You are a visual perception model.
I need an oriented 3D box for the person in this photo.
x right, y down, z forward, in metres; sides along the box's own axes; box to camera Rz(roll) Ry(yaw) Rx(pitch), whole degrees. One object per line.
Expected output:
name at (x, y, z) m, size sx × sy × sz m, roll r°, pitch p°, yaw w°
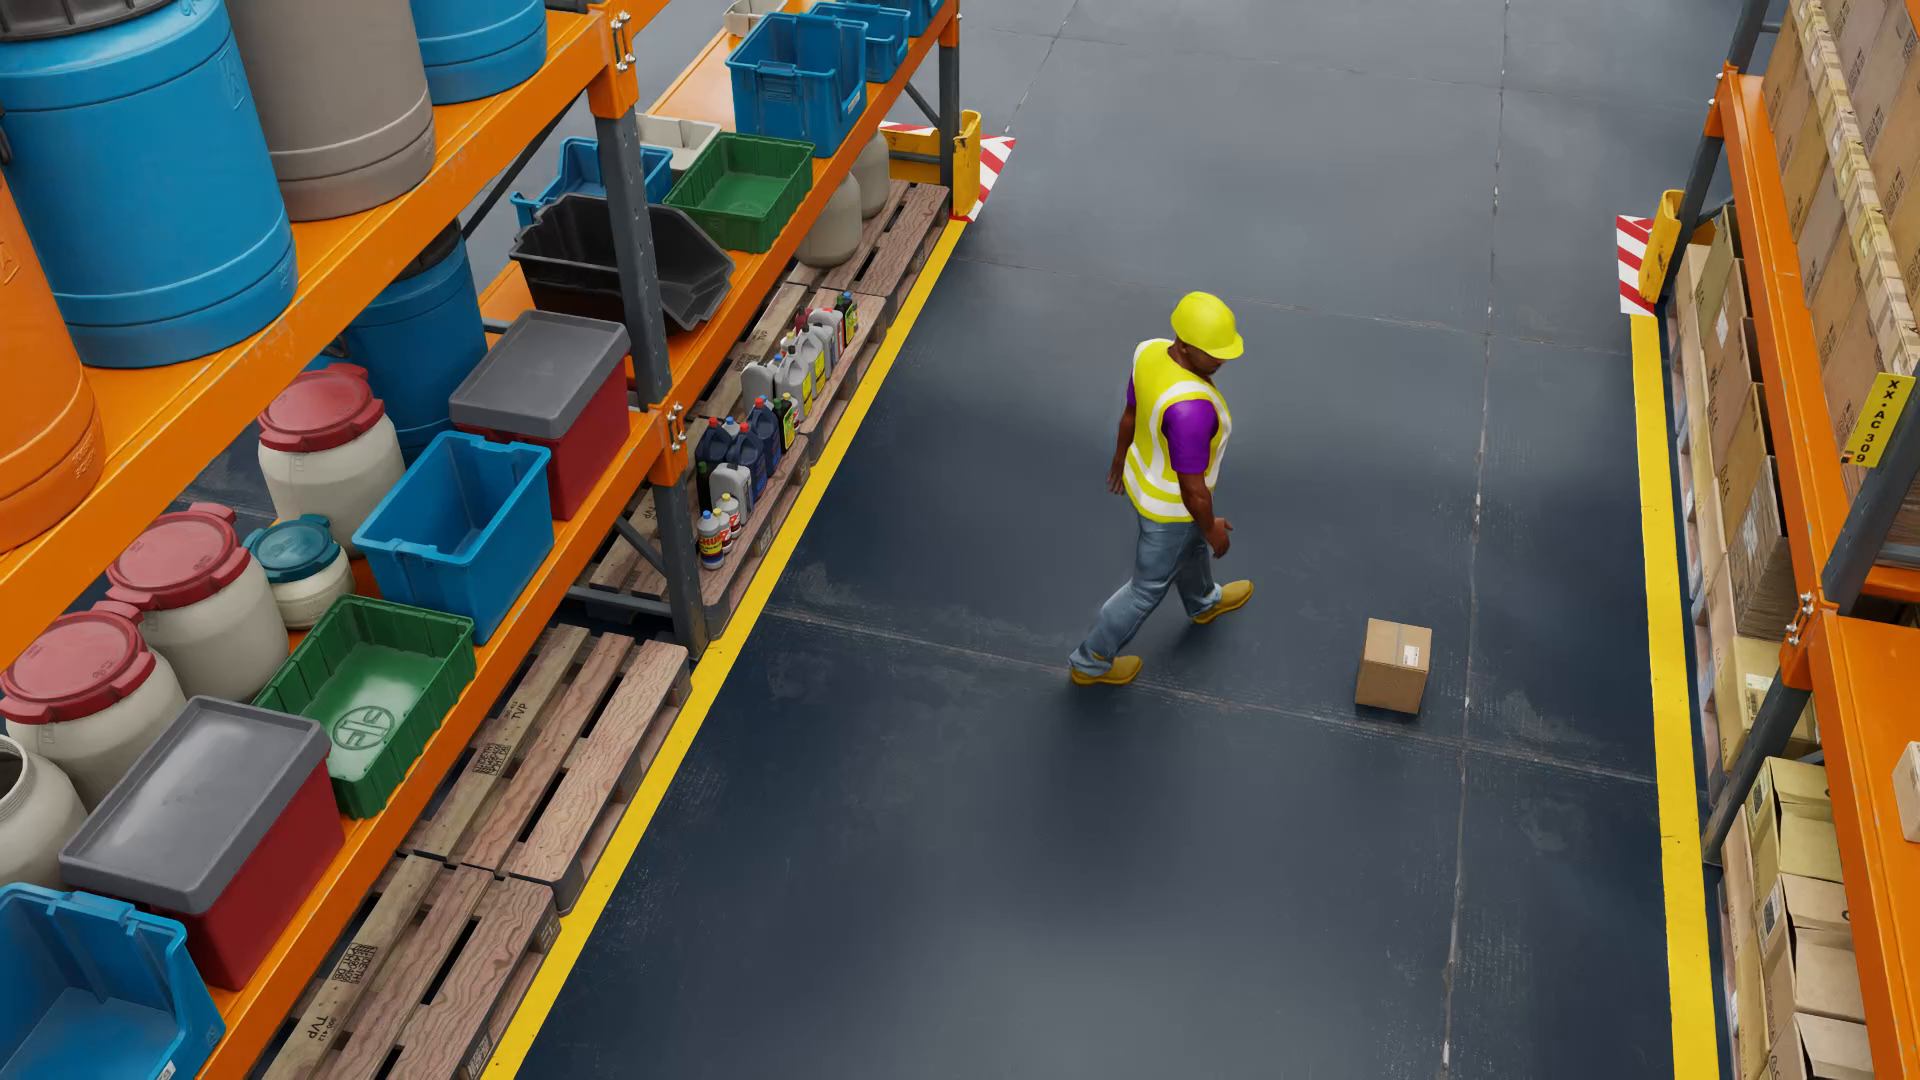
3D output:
person at (0.855, -0.191, 6.356) m, size 0.894 × 1.742 × 0.600 m, roll -7°, pitch 41°, yaw -8°
